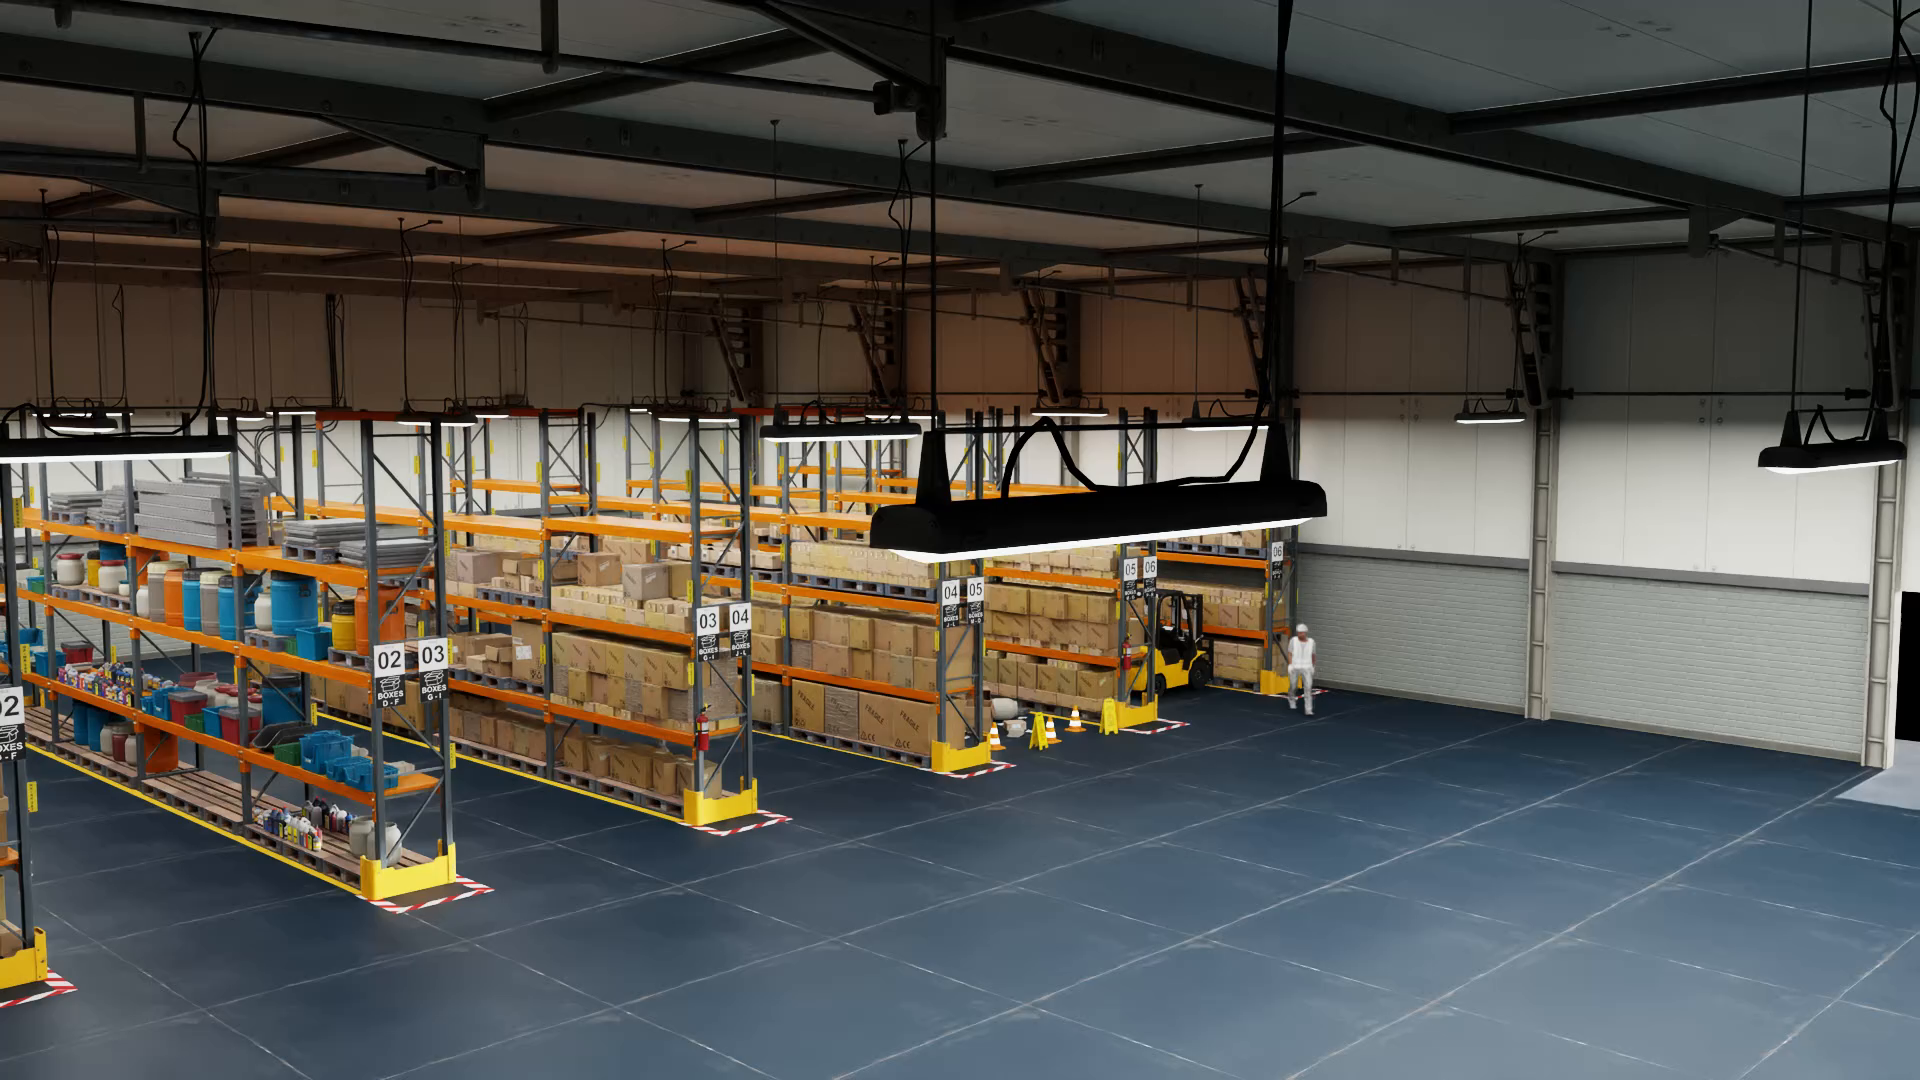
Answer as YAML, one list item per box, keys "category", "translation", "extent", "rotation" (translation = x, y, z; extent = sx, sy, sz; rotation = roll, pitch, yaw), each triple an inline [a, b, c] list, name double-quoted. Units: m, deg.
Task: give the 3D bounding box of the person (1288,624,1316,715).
- category: "person"
  translation: [6.767, 2.532, 32.899]
  extent: [0.544, 1.772, 0.852]
  rotation: [1, 5, 9]

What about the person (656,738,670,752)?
- category: "person"
  translation: [-5.288, 2.860, 29.531]
  extent: [0.602, 1.745, 0.636]
  rotation: [5, 7, 42]
